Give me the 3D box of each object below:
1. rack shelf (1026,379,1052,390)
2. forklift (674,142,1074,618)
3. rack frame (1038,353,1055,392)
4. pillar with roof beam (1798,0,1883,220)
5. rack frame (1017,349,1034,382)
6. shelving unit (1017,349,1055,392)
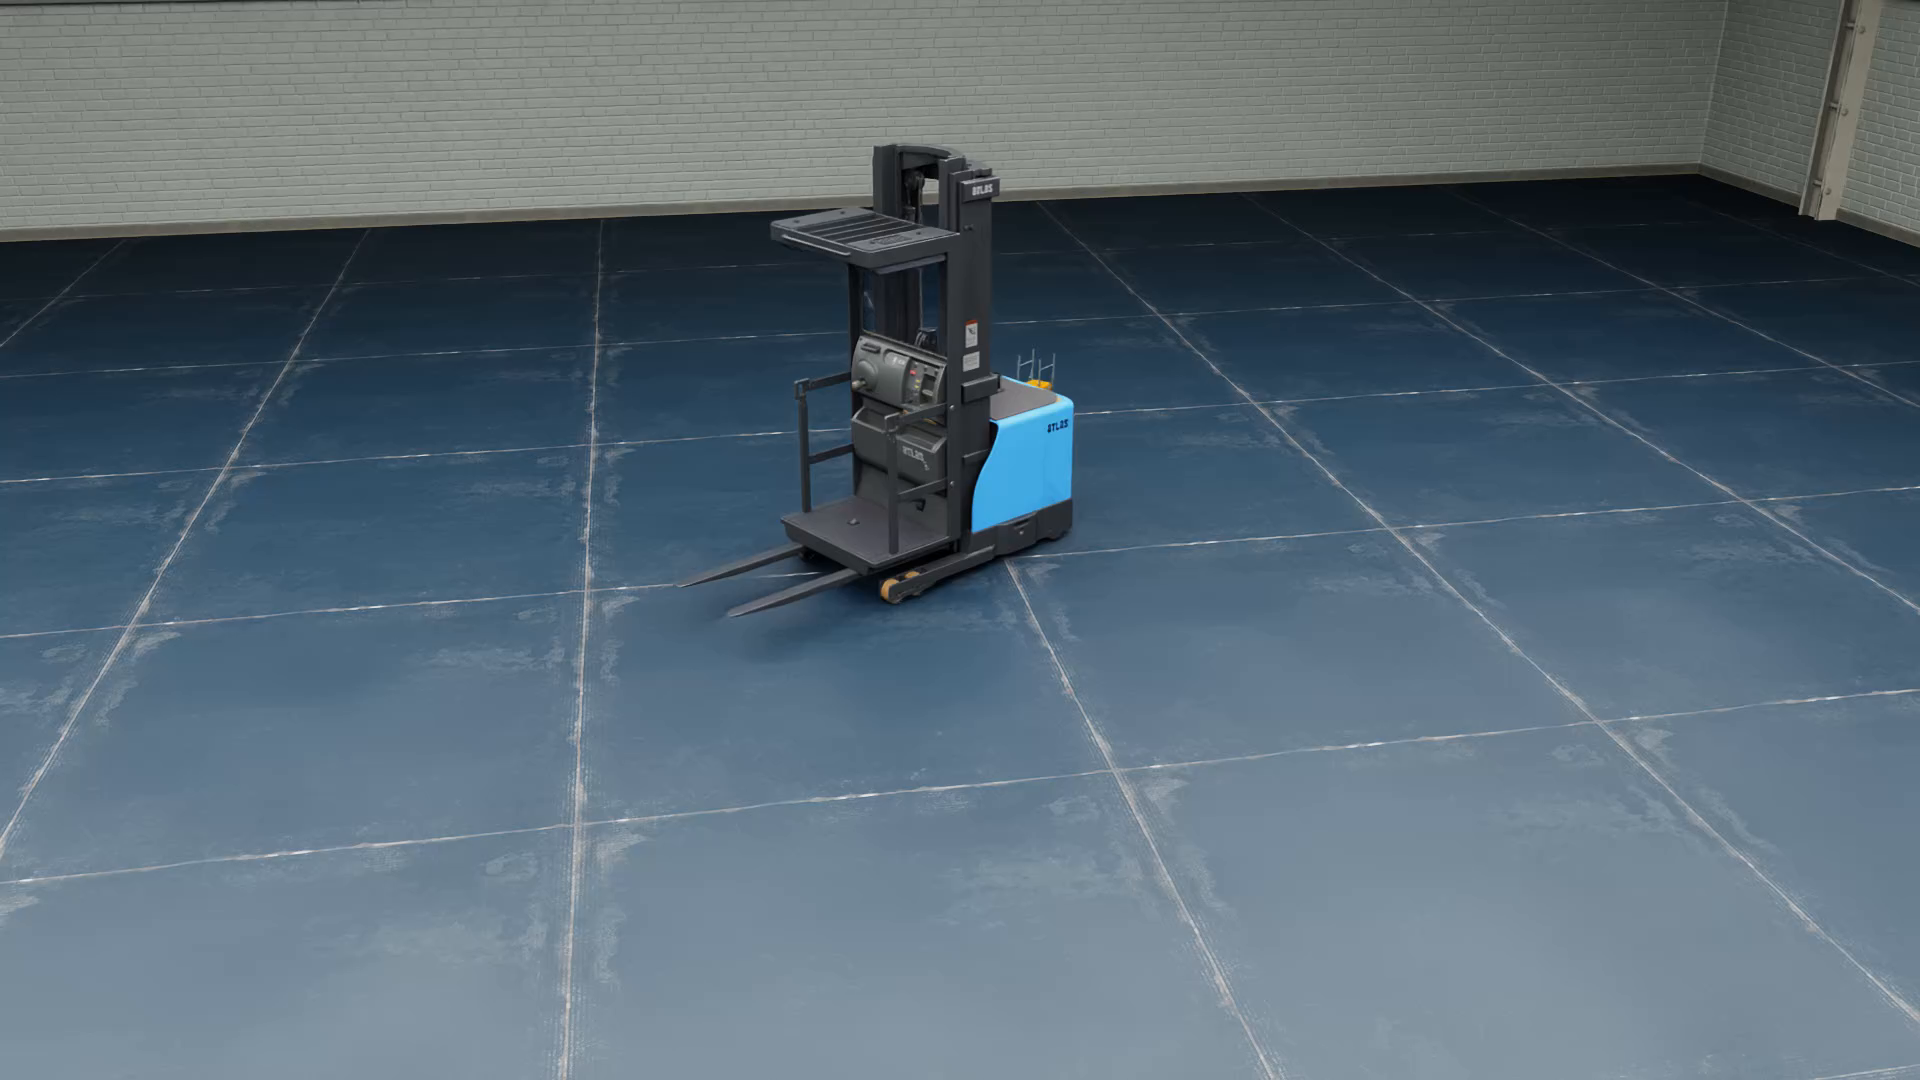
[{"bbox_3d":[0.580,-1.157,12.836,0.180,0.103,0.258,14,24,29],"label":"rack shelf"},{"bbox_3d":[-0.585,-1.142,11.444,3.031,2.935,1.130,-20,30,-38],"label":"forklift"},{"bbox_3d":[0.649,-0.843,12.905,0.006,1.200,0.240,14,24,29],"label":"rack frame"},{"bbox_3d":[7.383,-8.186,19.992,9.100,9.000,0.400,-4,24,-10],"label":"pillar with roof beam"},{"bbox_3d":[0.493,-0.881,12.993,0.006,1.200,0.240,14,24,29],"label":"rack frame"},{"bbox_3d":[0.571,-0.862,12.949,0.189,1.200,0.258,14,24,29],"label":"shelving unit"}]
